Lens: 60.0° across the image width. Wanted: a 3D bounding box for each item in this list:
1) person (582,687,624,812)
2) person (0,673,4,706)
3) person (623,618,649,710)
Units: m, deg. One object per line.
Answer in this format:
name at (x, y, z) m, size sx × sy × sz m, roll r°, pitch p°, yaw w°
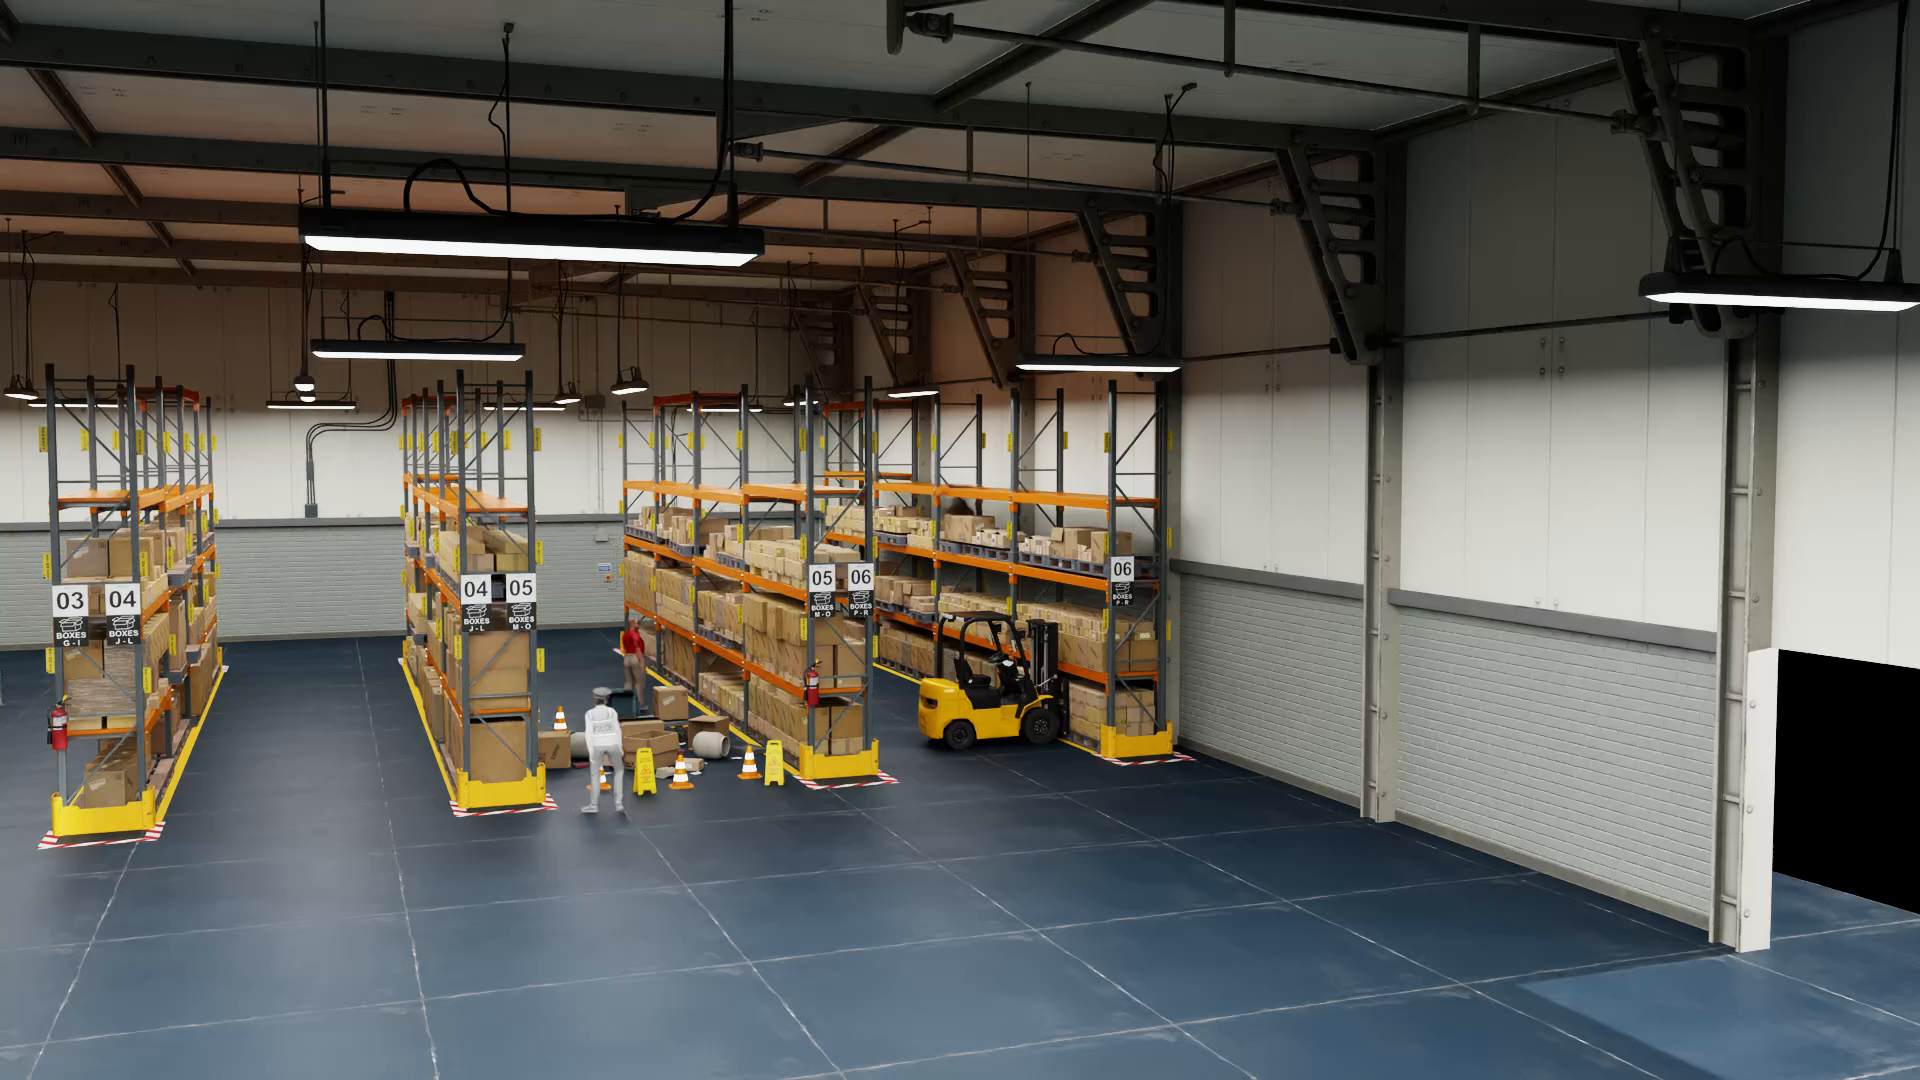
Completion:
person at (-4.831, 2.844, 22.454) m, size 0.572 × 1.689 × 0.382 m, roll -1°, pitch 3°, yaw -10°
person at (-18.488, 2.331, 31.577) m, size 0.456 × 1.628 × 0.845 m, roll -3°, pitch 4°, yaw -39°
person at (-6.091, 2.320, 31.139) m, size 0.612 × 1.732 × 0.379 m, roll 2°, pitch 4°, yaw 33°
